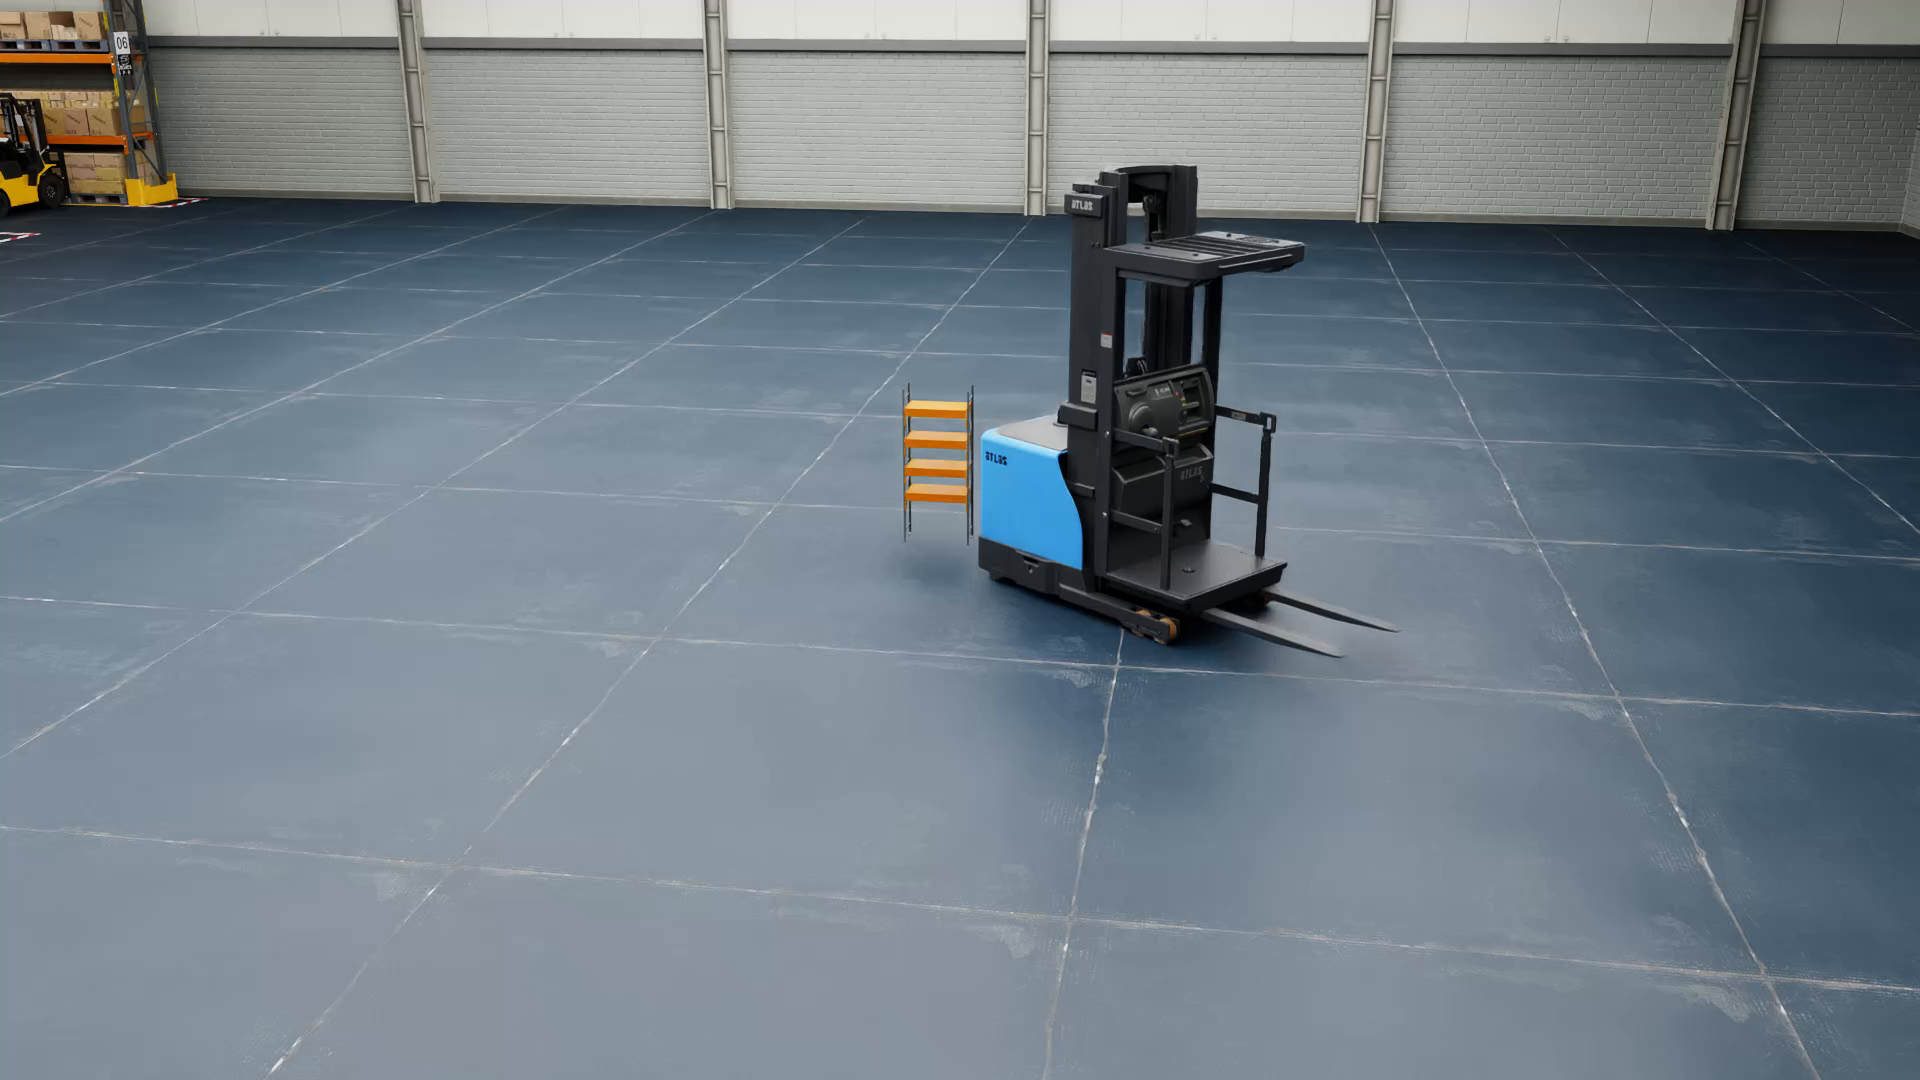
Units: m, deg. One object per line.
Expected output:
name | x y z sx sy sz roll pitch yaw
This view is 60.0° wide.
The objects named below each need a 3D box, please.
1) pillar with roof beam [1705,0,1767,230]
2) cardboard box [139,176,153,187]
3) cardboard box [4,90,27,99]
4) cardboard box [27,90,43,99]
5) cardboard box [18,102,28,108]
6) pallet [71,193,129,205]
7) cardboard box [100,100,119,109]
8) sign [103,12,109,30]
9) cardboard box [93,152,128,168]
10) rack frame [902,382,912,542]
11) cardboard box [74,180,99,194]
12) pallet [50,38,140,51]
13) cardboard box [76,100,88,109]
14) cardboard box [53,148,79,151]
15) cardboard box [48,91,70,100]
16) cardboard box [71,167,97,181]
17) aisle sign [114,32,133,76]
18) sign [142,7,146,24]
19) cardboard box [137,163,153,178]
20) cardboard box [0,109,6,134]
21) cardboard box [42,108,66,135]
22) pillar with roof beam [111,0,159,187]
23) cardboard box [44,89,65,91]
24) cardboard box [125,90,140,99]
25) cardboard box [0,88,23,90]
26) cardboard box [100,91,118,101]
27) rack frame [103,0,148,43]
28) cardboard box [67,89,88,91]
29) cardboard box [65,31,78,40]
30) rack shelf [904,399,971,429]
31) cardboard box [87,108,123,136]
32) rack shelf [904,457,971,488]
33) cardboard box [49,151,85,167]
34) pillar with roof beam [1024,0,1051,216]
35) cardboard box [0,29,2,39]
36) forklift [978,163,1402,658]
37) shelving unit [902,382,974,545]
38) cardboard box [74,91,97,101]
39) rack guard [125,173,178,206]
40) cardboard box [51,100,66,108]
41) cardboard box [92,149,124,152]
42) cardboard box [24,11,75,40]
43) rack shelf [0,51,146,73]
pillar with roof beam | 12.569 -8.352 23.576 0.400 9.000 9.100 3 19 9
cardboard box | -16.278 -7.030 32.749 0.500 0.250 0.500 3 19 9
cardboard box | -18.221 -8.597 32.113 0.250 0.149 0.380 3 19 8
cardboard box | -17.726 -8.572 32.038 0.250 0.149 0.380 3 19 9
cardboard box | -17.977 -8.422 32.060 0.250 0.149 0.380 3 19 8
pallet | -16.585 -6.751 32.641 1.213 0.211 1.003 3 19 9
cardboard box | -16.211 -8.333 31.793 0.250 0.149 0.380 3 19 9
sign | -15.924 -9.684 31.012 0.005 0.325 0.100 3 19 9
cardboard box | -16.328 -7.343 32.111 0.500 0.250 0.500 4 19 10
rack frame | -0.404 -0.590 12.667 0.015 1.200 0.240 3 19 9
cardboard box | -16.827 -6.896 32.351 0.500 0.250 0.500 3 19 9
pallet | -16.518 -9.473 31.791 1.213 0.211 1.003 3 19 9
cardboard box | -16.714 -8.369 31.900 0.250 0.149 0.380 3 19 10
cardboard box | -17.759 -7.582 32.823 0.500 0.250 0.500 3 19 8
cardboard box | -17.231 -8.518 31.877 0.250 0.149 0.380 3 19 10
cardboard box | -16.847 -7.136 32.279 0.500 0.250 0.500 3 19 8
aisle sign | -15.805 -9.186 31.425 0.004 0.787 0.394 3 19 9
sign | -15.730 -10.097 32.014 0.005 0.325 0.100 3 19 9
cardboard box | -16.255 -7.269 32.678 0.500 0.250 0.500 3 19 10
cardboard box | -18.359 -8.147 32.259 0.500 0.500 0.500 3 19 8
cardboard box | -17.368 -8.093 32.098 0.500 0.500 0.500 3 19 8
pillar with roof beam | -17.051 -9.862 28.088 0.400 9.000 9.100 3 19 9
cardboard box | -17.644 -8.715 32.466 0.250 0.149 0.380 3 19 9
cardboard box | -16.121 -8.628 32.207 0.250 0.149 0.380 3 19 8
cardboard box | -18.648 -8.797 32.710 0.250 0.149 0.380 3 19 8
cardboard box | -16.211 -8.496 31.813 0.250 0.149 0.380 3 19 9
rack frame | -15.824 -10.893 31.170 0.127 3.000 1.000 3 19 9
cardboard box | -17.144 -8.683 32.372 0.250 0.149 0.380 4 19 10
cardboard box | -16.690 -9.545 31.444 0.250 0.149 0.380 2 19 7
rack shelf | -0.163 -0.950 12.505 0.480 0.148 0.258 3 19 9
cardboard box | -16.351 -8.038 31.935 0.500 0.500 0.500 3 19 7
rack shelf | -0.163 -0.514 12.651 0.480 0.148 0.258 3 19 9
cardboard box | -17.333 -7.389 32.248 0.500 0.250 0.500 3 19 9
pillar with roof beam | 0.721 -8.956 25.381 0.400 9.000 9.100 3 19 9
cardboard box | -18.356 -9.685 31.679 0.258 0.266 0.396 2 19 7
forklift | 1.501 -0.899 10.863 1.130 2.935 3.031 -16 25 -40
shelving unit | -0.163 -0.577 12.630 0.503 1.200 0.258 3 19 9
cardboard box | -16.722 -8.504 31.835 0.250 0.149 0.380 3 19 10
rack guard | -15.800 -6.862 32.515 0.348 0.500 1.175 3 19 9
cardboard box | -17.228 -8.384 31.944 0.250 0.149 0.380 2 19 7
cardboard box | -16.762 -7.525 32.655 0.500 0.250 0.500 3 19 9
cardboard box | -17.295 -9.794 31.634 0.500 0.500 0.700 3 19 9
rack shelf | -17.798 -9.230 32.061 4.000 0.370 1.077 3 19 9
